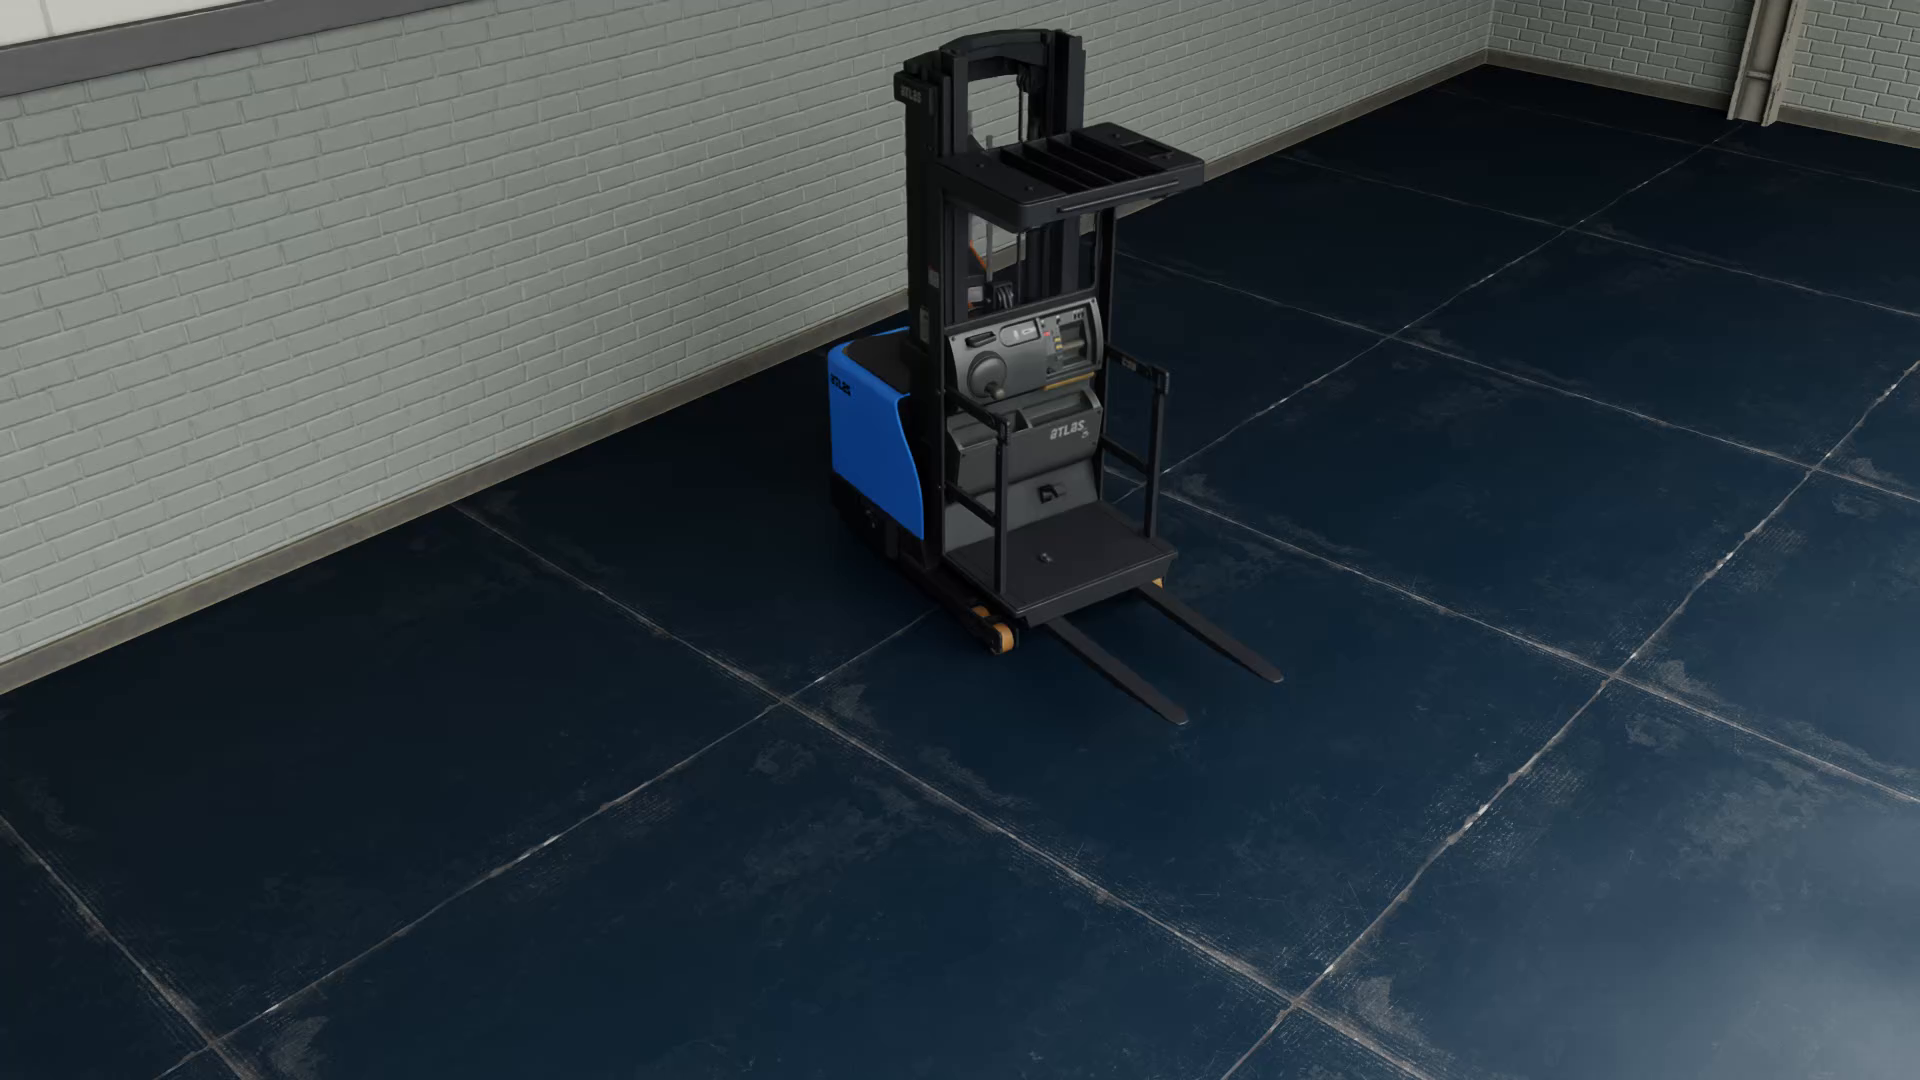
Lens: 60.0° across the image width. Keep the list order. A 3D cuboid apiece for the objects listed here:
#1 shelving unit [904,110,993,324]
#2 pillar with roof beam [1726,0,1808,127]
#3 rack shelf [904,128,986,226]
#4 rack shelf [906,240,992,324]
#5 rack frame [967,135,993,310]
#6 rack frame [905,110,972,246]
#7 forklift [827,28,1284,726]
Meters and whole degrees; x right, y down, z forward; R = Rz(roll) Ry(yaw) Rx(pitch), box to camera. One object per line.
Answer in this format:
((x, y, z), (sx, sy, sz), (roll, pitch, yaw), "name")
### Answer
((-0.069, -1.496, 10.143), (0.431, 2.100, 0.503), (-7, 32, -12), "shelving unit")
((5.073, -6.441, 11.669), (0.400, 9.000, 9.100), (25, 39, 35), "pillar with roof beam")
((-0.069, -2.084, 9.789), (0.431, 0.518, 0.480), (-7, 32, -12), "rack shelf")
((-0.069, -1.484, 10.150), (0.431, 0.518, 0.480), (-7, 32, -12), "rack shelf")
((-0.010, -1.373, 9.940), (0.400, 2.100, 0.015), (-7, 32, -12), "rack frame")
((-0.127, -1.618, 10.346), (0.400, 2.100, 0.015), (-7, 32, -12), "rack frame")
((0.467, -0.939, 8.413), (1.130, 2.935, 3.031), (-19, 36, -28), "forklift")
